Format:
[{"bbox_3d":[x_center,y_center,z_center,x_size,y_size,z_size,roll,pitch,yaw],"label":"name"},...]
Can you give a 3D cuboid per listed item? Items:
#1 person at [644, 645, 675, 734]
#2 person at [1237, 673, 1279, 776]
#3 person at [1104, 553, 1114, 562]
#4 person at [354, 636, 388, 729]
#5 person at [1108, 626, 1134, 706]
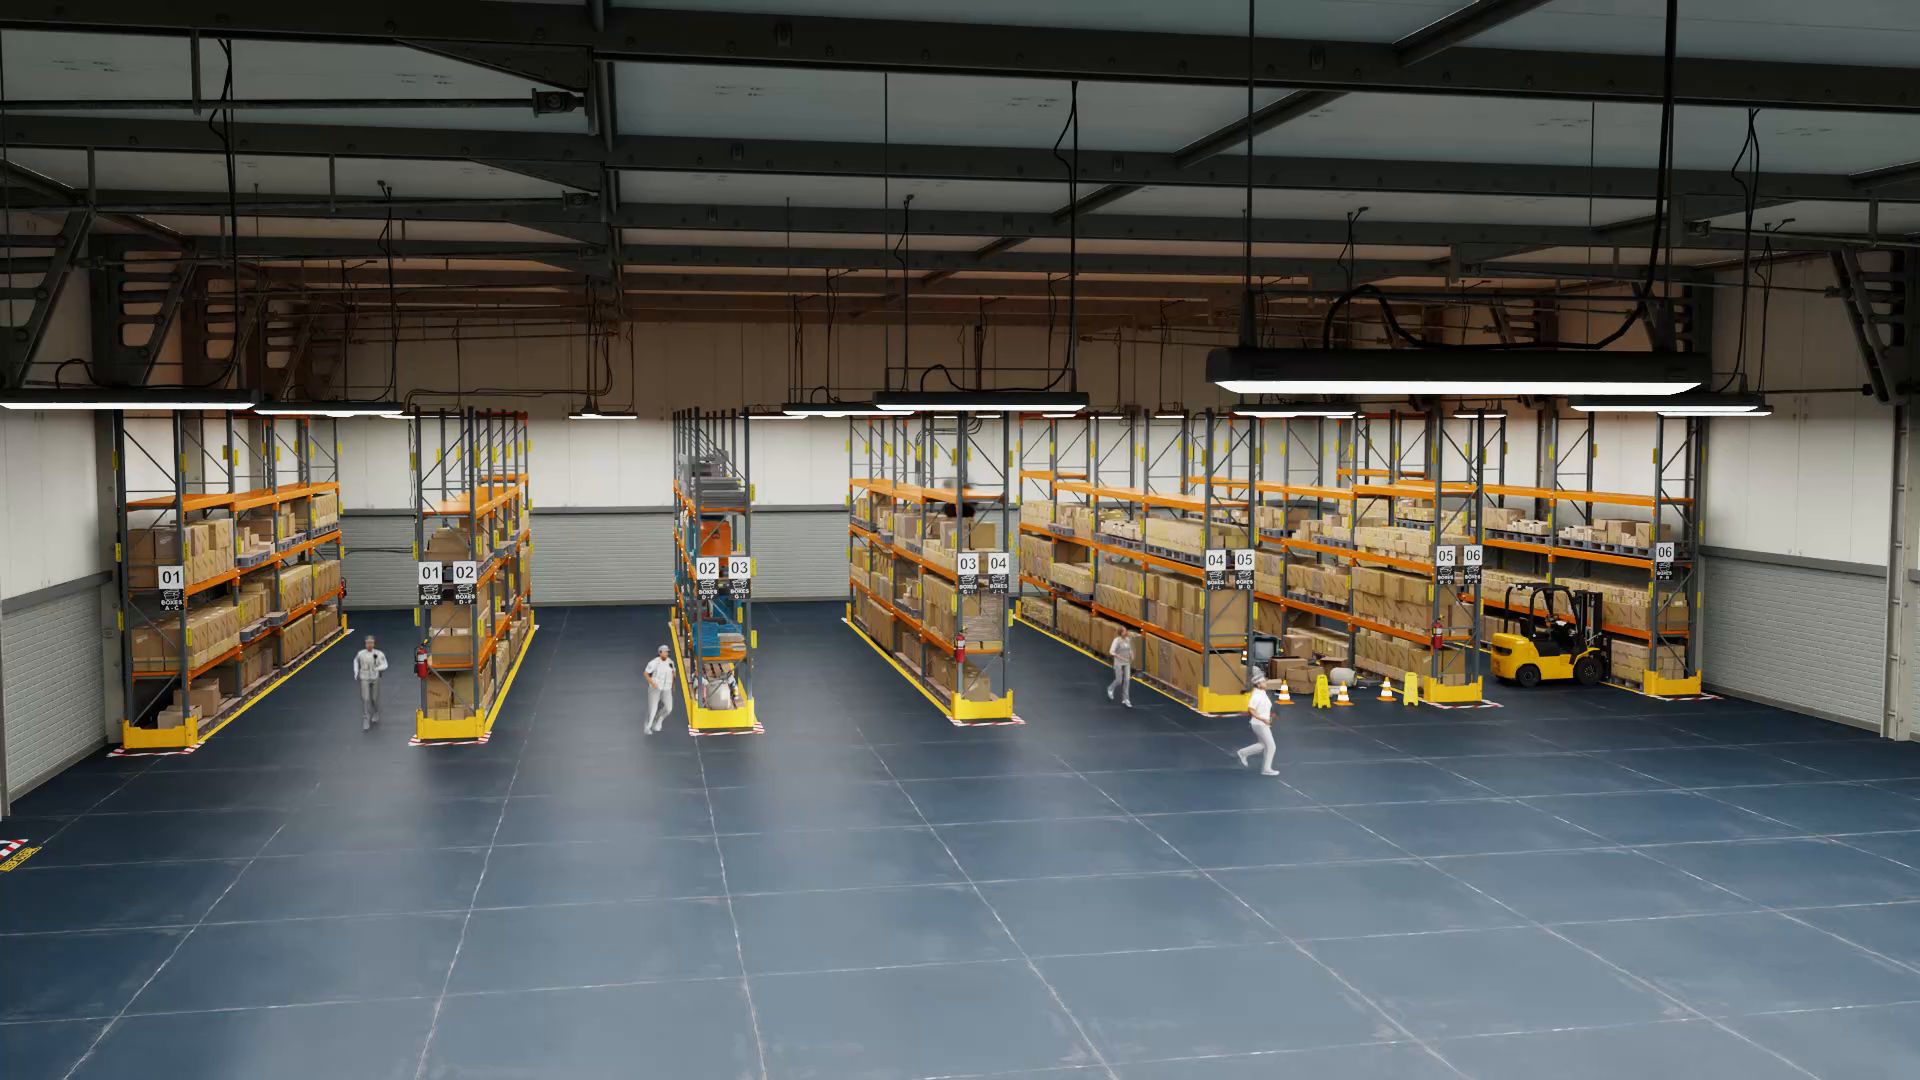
[{"bbox_3d":[-5.476,2.745,30.589,0.665,1.611,0.546,-2,5,-31],"label":"person"},{"bbox_3d":[4.842,2.974,26.970,0.681,1.654,0.580,1,4,19],"label":"person"},{"bbox_3d":[4.521,1.251,50.566,0.851,1.736,0.731,0,4,-1],"label":"person"},{"bbox_3d":[-11.080,2.636,31.273,0.614,1.702,0.854,-1,4,-16],"label":"person"},{"bbox_3d":[3.275,2.534,33.760,0.567,1.606,0.744,-2,5,-26],"label":"person"}]
